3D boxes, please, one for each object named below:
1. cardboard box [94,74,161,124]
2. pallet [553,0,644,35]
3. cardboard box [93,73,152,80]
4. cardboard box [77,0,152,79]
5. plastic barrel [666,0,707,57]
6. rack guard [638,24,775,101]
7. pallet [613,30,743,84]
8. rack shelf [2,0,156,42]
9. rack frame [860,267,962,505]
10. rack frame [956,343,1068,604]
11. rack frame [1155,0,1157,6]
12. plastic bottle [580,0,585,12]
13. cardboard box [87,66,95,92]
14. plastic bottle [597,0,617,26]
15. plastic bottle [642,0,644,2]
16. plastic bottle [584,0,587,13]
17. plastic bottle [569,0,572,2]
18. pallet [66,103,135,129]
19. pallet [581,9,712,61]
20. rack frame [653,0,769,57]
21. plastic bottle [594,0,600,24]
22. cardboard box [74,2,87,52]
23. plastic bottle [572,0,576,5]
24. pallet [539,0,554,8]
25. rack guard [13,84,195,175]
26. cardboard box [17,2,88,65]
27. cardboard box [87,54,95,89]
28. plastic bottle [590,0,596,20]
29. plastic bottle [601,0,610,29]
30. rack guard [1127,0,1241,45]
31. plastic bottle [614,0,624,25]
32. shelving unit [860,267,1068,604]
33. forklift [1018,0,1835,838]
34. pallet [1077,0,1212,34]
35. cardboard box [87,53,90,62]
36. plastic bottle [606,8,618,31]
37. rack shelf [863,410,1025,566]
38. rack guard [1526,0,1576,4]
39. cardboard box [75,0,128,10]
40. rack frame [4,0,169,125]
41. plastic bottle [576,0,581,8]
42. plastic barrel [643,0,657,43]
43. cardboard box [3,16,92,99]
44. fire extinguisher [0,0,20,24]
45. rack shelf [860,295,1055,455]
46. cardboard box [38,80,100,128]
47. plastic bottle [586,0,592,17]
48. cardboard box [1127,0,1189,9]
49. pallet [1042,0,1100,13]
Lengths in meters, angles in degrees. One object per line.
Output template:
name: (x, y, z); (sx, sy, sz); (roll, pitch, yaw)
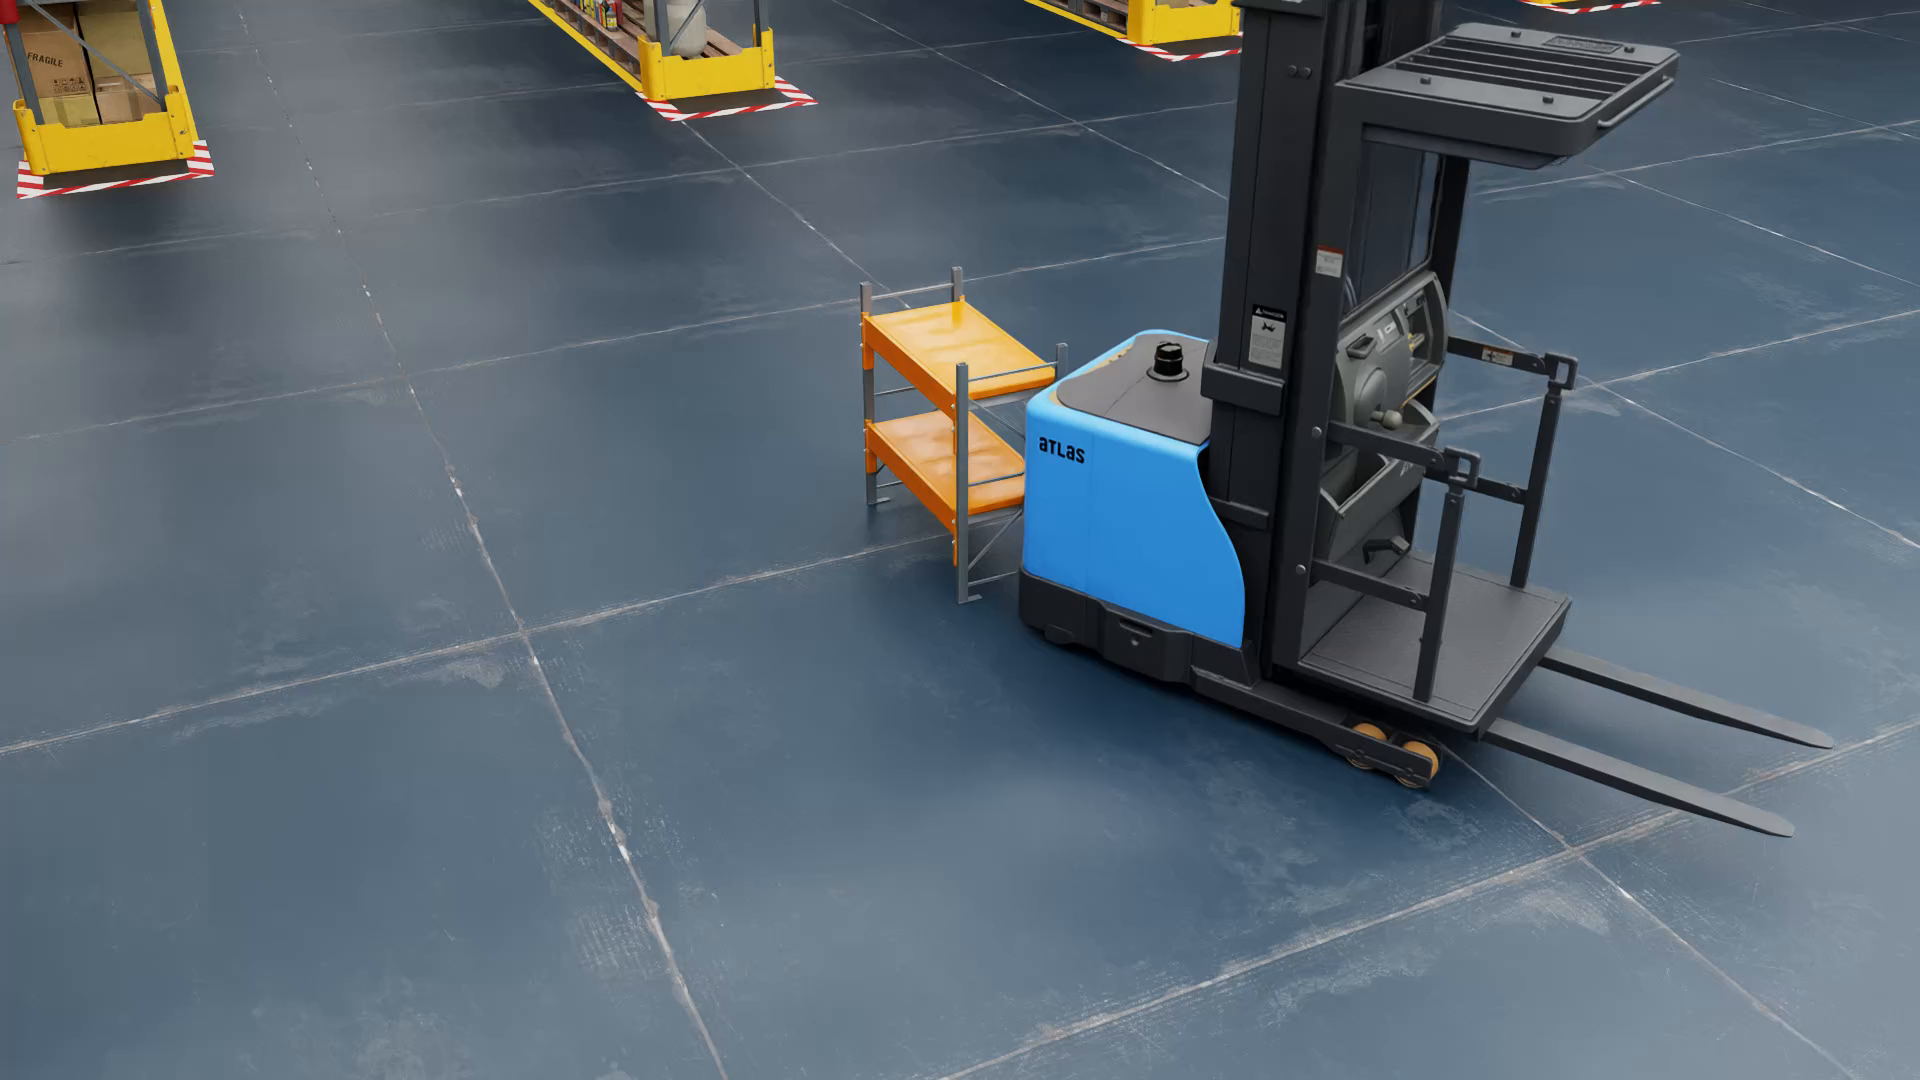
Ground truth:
cardboard box: (-6.685, -3.568, 13.428); (0.500, 0.250, 0.500); (-13, 32, -22)
pallet: (-3.647, -5.584, 17.492); (1.003, 0.211, 1.213); (-13, 32, -22)
cardboard box: (-6.903, -3.788, 13.820); (0.500, 0.250, 0.500); (-13, 32, -22)
cardboard box: (-6.901, -4.115, 13.638); (0.500, 0.500, 0.500); (-13, 32, -22)
plastic barrel: (-2.532, -4.712, 15.200); (0.421, 0.512, 0.421); (0, 29, 0)
rack guard: (-2.256, -4.272, 14.858); (1.175, 0.500, 0.348); (-13, 32, -22)
pallet: (-2.600, -4.506, 15.570); (1.003, 0.211, 1.213); (-13, 32, -22)
rack shelf: (-7.514, -4.870, 14.104); (1.077, 0.370, 4.000); (-13, 32, -22)
rack frame: (-0.221, -0.718, 7.881); (0.500, 1.125, 0.032); (-13, 32, -22)
rack frame: (0.215, -0.269, 7.080); (0.500, 1.125, 0.032); (-13, 32, -22)
rack frame: (2.293, -6.379, 16.059); (1.000, 3.000, 0.127); (-13, 32, -22)
plastic bottle: (-3.812, -5.504, 16.826); (0.061, 0.283, 0.133); (-12, 31, -20)
cardboard box: (-7.378, -3.677, 13.623); (0.500, 0.250, 0.500); (-13, 32, -22)
plastic bottle: (-3.448, -5.179, 16.254); (0.152, 0.276, 0.135); (-13, 32, -22)
plastic bottle: (-3.221, -5.629, 17.048); (0.061, 0.283, 0.133); (-13, 32, -22)
plastic bottle: (-3.745, -5.420, 16.760); (0.097, 0.201, 0.097); (0, 29, 0)
plastic bottle: (-3.993, -5.740, 17.254); (0.152, 0.276, 0.135); (-12, 31, -20)
pallet: (-7.022, -3.413, 13.621); (1.003, 0.211, 1.213); (-13, 32, -22)
pallet: (-3.119, -5.044, 16.530); (1.003, 0.211, 1.213); (-13, 32, -22)
rack frame: (-2.181, -5.339, 14.204); (1.000, 3.000, 0.127); (-13, 32, -22)
plastic bottle: (-3.508, -5.240, 16.363); (0.152, 0.276, 0.135); (-14, 32, -23)
cardboard box: (-7.811, -4.446, 14.226); (0.500, 0.500, 0.500); (-13, 32, -22)
plastic bottle: (-3.926, -5.699, 17.104); (0.144, 0.351, 0.185); (-12, 32, -21)
pallet: (-4.270, -6.228, 18.641); (1.003, 0.211, 1.213); (-13, 32, -22)
rack guard: (-6.645, -3.200, 12.945); (1.175, 0.500, 0.348); (-13, 32, -22)
cardboard box: (-7.597, -4.224, 13.832); (0.500, 0.500, 0.500); (-13, 32, -22)
cardboard box: (-7.595, -3.898, 14.016); (0.500, 0.250, 0.500); (-13, 32, -22)
plastic bottle: (-3.583, -5.345, 16.474); (0.144, 0.351, 0.185); (-12, 31, -20)
plastic bottle: (-3.432, -5.113, 16.129); (0.061, 0.283, 0.133); (-12, 32, -21)
rack guard: (2.260, -5.322, 16.730); (1.175, 0.500, 0.348); (-13, 32, -22)
plastic bottle: (-3.352, -5.205, 16.293); (0.061, 0.283, 0.133); (-13, 32, -22)
shelving unit: (-0.003, -0.494, 7.480); (0.538, 1.125, 1.048); (-13, 32, -22)
forklift: (1.738, -0.662, 5.934); (3.031, 2.935, 1.130); (20, 35, 31)
pallet: (1.943, -5.562, 17.454); (1.003, 0.211, 1.213); (-13, 32, -22)
cardboard box: (-7.808, -4.119, 14.411); (0.500, 0.250, 0.500); (-13, 32, -22)
plastic bottle: (-3.365, -5.029, 16.064); (0.097, 0.201, 0.097); (0, 29, 0)
rack shelf: (-0.003, -0.280, 7.600); (0.538, 0.278, 1.000); (-13, 32, -22)
rack guard: (6.826, -6.275, 18.429); (1.175, 0.500, 0.348); (-13, 32, -22)
cardboard box: (-7.128, -4.334, 14.027); (0.500, 0.500, 0.500); (-13, 32, -22)
rack frame: (-6.656, -4.300, 12.352); (1.000, 3.000, 0.127); (-13, 32, -22)
plastic bottle: (-3.845, -5.615, 16.955); (0.144, 0.351, 0.185); (-15, 32, -24)
plastic barrel: (-2.747, -4.933, 15.595); (0.421, 0.512, 0.421); (0, 29, 0)
cardboard box: (-7.155, -3.786, 13.050); (0.500, 0.500, 0.500); (-13, 32, -22)
fire extinguisher: (-7.025, -4.117, 12.104); (0.296, 0.674, 0.183); (-13, 32, -22)
rack shelf: (-0.003, -0.749, 7.337); (0.538, 0.278, 1.000); (-13, 32, -22)
cardboard box: (-7.153, -3.459, 13.234); (0.500, 0.250, 0.500); (-13, 32, -22)
plastic bottle: (-3.662, -5.427, 16.621); (0.144, 0.351, 0.185); (-13, 32, -22)
cardboard box: (2.040, -5.751, 17.066); (0.500, 0.500, 0.500); (-7, 30, -13)
pallet: (1.424, -6.101, 18.414); (1.003, 0.211, 1.213); (-13, 32, -22)
